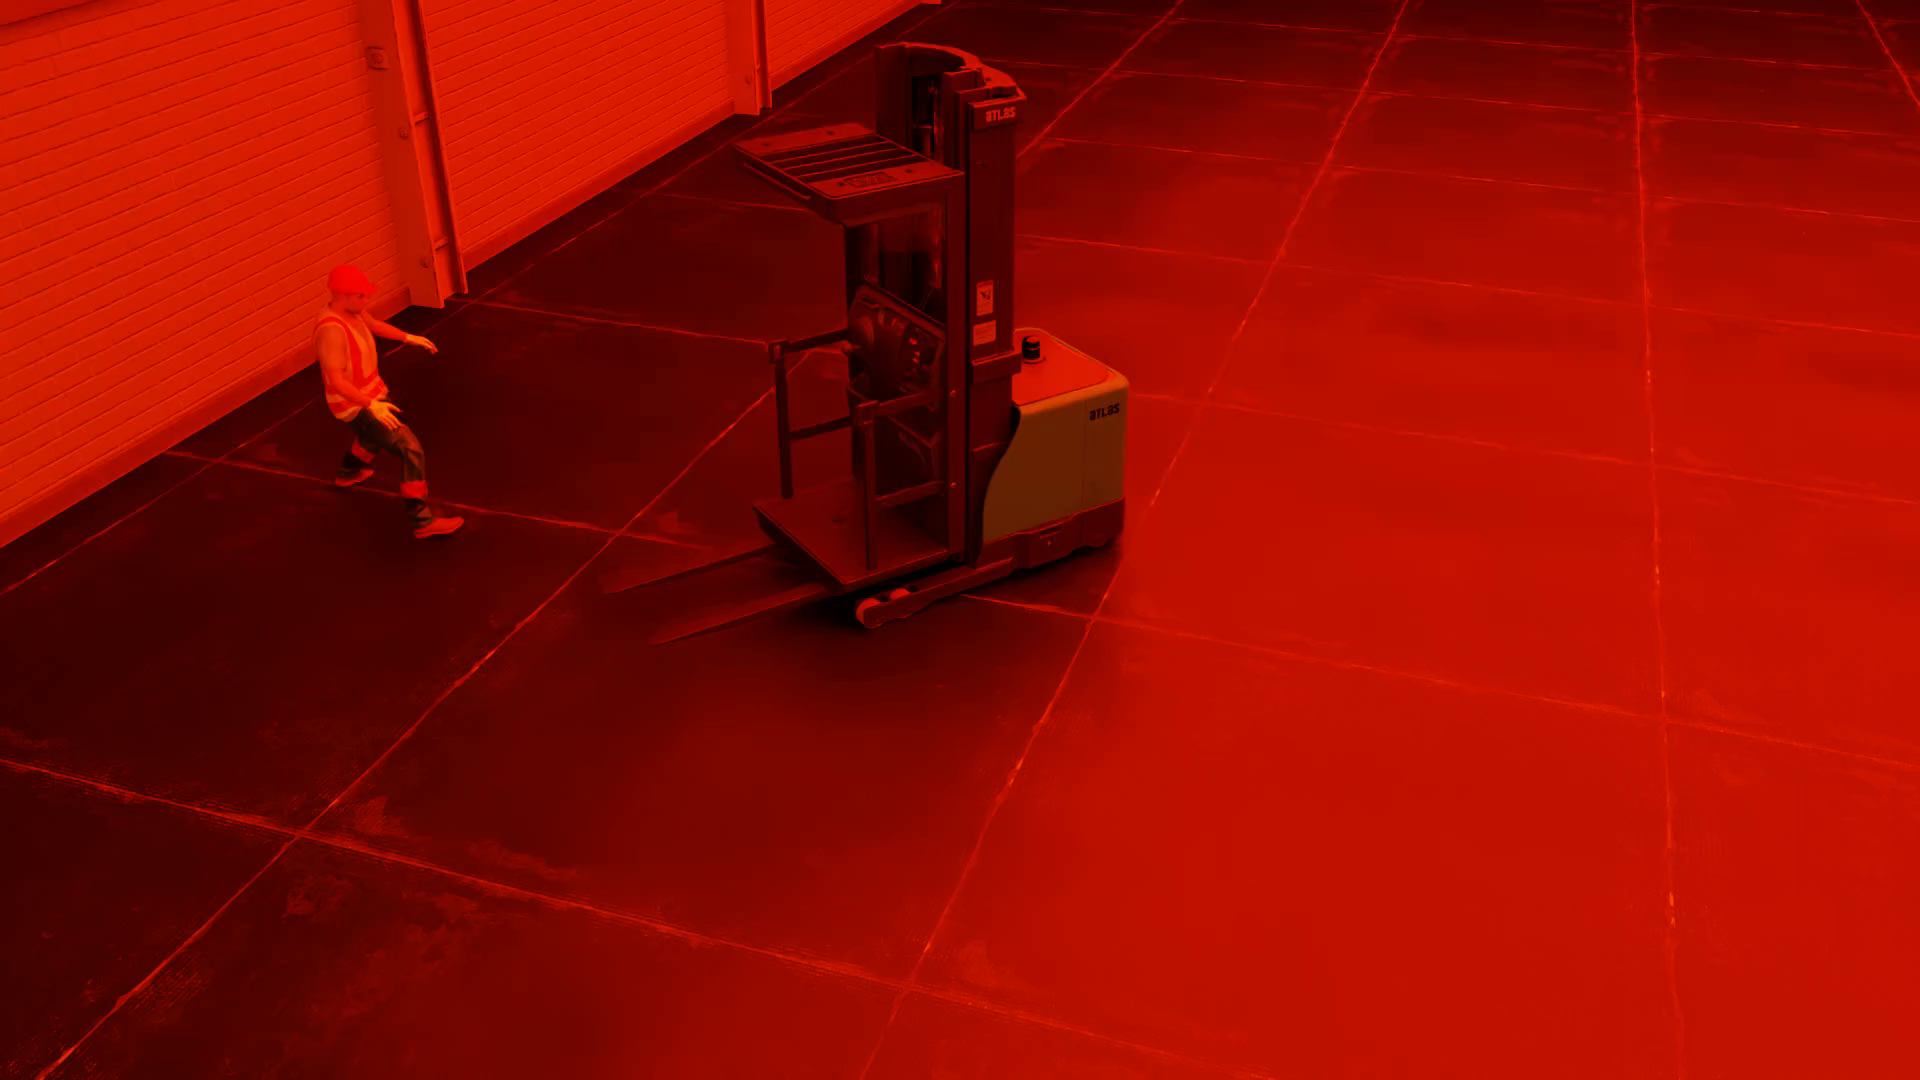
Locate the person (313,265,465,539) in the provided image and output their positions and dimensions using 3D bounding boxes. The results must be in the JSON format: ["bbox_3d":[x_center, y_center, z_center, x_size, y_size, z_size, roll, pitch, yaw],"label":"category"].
[{"bbox_3d":[-3.526,-0.904,10.104,0.943,1.626,1.011,-2,30,-4],"label":"person"}]

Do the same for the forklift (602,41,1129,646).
[{"bbox_3d":[-0.526,-1.077,9.026,3.031,2.935,1.130,-18,34,-28],"label":"forklift"}]
